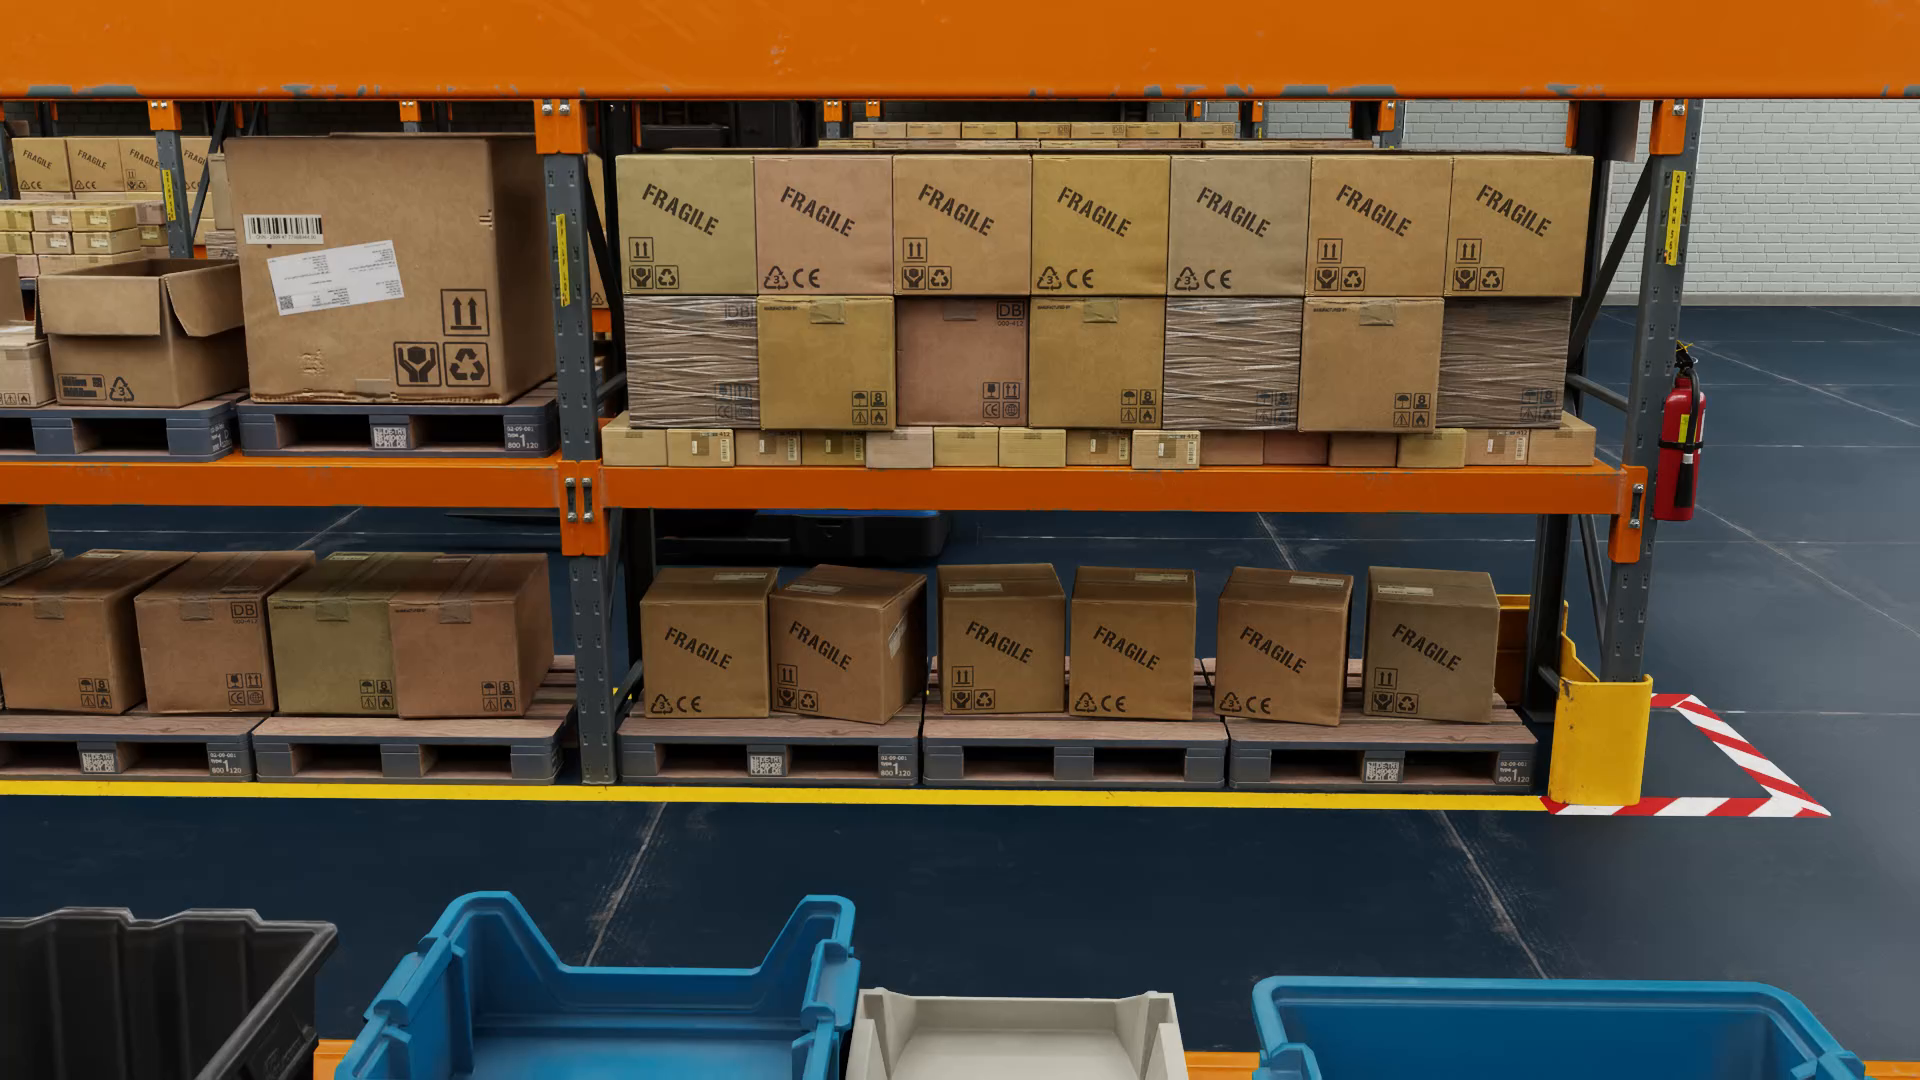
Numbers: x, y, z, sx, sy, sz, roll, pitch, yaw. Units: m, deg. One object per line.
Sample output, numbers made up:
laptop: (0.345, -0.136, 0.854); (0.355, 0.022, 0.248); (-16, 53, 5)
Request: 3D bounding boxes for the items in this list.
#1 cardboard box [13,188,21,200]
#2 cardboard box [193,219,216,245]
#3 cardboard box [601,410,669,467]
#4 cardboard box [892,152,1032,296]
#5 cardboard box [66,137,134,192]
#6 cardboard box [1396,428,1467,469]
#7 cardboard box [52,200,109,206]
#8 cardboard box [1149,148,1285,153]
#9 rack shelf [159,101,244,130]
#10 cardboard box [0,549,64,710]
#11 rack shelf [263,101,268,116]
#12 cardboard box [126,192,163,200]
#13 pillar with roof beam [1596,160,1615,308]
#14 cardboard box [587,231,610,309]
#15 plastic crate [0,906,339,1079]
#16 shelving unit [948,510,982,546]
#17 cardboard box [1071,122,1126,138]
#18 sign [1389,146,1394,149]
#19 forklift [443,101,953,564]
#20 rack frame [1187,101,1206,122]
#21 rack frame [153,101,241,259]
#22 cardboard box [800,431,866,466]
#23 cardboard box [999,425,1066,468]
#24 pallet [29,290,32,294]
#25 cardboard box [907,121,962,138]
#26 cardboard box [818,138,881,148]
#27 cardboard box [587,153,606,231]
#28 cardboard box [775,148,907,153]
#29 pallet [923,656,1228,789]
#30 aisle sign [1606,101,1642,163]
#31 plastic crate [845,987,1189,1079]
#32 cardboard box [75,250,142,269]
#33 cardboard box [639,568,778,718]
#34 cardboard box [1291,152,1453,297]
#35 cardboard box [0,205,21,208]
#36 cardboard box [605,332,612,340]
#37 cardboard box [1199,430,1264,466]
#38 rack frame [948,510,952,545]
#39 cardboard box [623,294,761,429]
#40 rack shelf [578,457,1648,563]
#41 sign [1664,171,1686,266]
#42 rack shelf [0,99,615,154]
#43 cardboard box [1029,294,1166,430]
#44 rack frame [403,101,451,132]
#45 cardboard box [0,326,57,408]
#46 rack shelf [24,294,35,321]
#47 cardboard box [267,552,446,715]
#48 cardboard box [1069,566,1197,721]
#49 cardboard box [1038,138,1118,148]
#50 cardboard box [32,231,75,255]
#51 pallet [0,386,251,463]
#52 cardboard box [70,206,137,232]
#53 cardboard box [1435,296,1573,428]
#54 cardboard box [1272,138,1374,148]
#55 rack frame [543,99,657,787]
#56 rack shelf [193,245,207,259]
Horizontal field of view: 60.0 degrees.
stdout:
cardboard box: (-9.637, -3.294, 16.749); (0.500, 0.500, 0.500); (1, 15, 3)
cardboard box: (-7.212, -3.017, 16.189); (0.500, 0.250, 0.500); (0, 15, 1)
cardboard box: (-1.223, -0.397, 6.456); (0.250, 0.149, 0.380); (0, 15, 1)
cardboard box: (0.013, -1.198, 6.261); (0.500, 0.500, 0.500); (0, 15, 1)
cardboard box: (-8.232, -3.635, 16.082); (0.500, 0.500, 0.500); (0, 15, 1)
cardboard box: (1.778, -0.388, 6.424); (0.250, 0.149, 0.380); (0, 15, 1)
cardboard box: (-6.172, -2.312, 11.727); (0.250, 0.149, 0.380); (0, 15, 1)
cardboard box: (1.027, -1.327, 6.750); (0.500, 0.500, 0.500); (0, 15, 1)
rack shelf: (-3.201, -2.976, 11.271); (4.000, 0.370, 1.077); (0, 15, 1)
cardboard box: (-4.203, 0.373, 7.083); (0.500, 0.500, 0.700); (-1, 15, -3)
rack shelf: (-7.052, -5.531, 20.955); (4.000, 0.370, 1.077); (0, 15, 1)
cardboard box: (-7.716, -3.264, 16.145); (0.500, 0.250, 0.500); (1, 15, 2)
pillar with roof beam: (8.160, -6.362, 16.812); (0.400, 9.000, 9.100); (0, 15, 1)
cardboard box: (-2.236, -1.847, 11.266); (0.500, 0.500, 0.500); (0, 15, 1)
plastic crate: (-1.036, 0.733, 1.805); (0.504, 0.338, 0.767); (0, 15, 1)
shelving unit: (0.032, -0.578, 10.179); (0.189, 1.200, 0.258); (1, 15, 4)
cardboard box: (1.288, -3.703, 15.757); (0.500, 0.500, 0.700); (0, 15, 1)
sign: (2.769, -2.371, 10.711); (0.005, 0.325, 0.100); (0, 15, 1)
forklift: (-1.590, -1.410, 9.938); (3.031, 2.935, 1.130); (1, 15, 4)
rack frame: (2.945, -4.363, 20.999); (0.127, 3.000, 1.000); (0, 15, 1)
rack frame: (-5.201, -1.887, 11.611); (0.127, 3.000, 1.000); (0, 15, 1)
cardboard box: (-0.472, -0.398, 6.461); (0.250, 0.149, 0.380); (0, 15, 1)
cardboard box: (0.277, -0.390, 6.432); (0.250, 0.149, 0.380); (0, 15, 1)
pallet: (-7.181, -1.796, 11.645); (1.213, 0.211, 1.003); (0, 15, 1)
cardboard box: (-0.232, -3.732, 15.867); (0.500, 0.500, 0.700); (0, 15, 2)
cardboard box: (-0.834, -2.444, 11.313); (0.550, 0.550, 0.875); (0, 15, 1)
cardboard box: (-2.213, -2.397, 11.389); (0.500, 0.500, 0.700); (0, 15, 0)
cardboard box: (-0.473, -1.336, 6.786); (0.500, 0.500, 0.500); (0, 15, 1)
pallet: (0.465, 0.755, 7.066); (1.213, 0.211, 1.003); (0, 15, 1)
aisle sign: (2.639, -1.903, 6.578); (0.004, 0.787, 0.394); (0, 15, 1)
plastic crate: (0.073, 0.740, 2.171); (0.437, 0.136, 0.530); (0, 15, 1)
cardboard box: (-5.706, -1.854, 11.157); (0.250, 0.149, 0.380); (1, 15, 2)
cardboard box: (-1.031, 0.422, 6.937); (0.500, 0.500, 0.500); (0, 15, 0)
cardboard box: (1.513, -1.188, 6.225); (0.500, 0.500, 0.500); (0, 15, 1)
cardboard box: (-6.482, -2.147, 11.100); (0.250, 0.149, 0.380); (1, 15, 3)
cardboard box: (-3.115, -2.067, 16.621); (0.625, 0.372, 0.950); (1, 15, 3)
cardboard box: (1.029, -0.402, 6.476); (0.250, 0.149, 0.380); (0, 15, 1)
rack frame: (-0.060, -0.580, 10.186); (0.006, 1.200, 0.240); (1, 15, 4)
cardboard box: (-0.982, -0.770, 6.599); (0.500, 0.500, 0.875); (0, 15, 1)
rack shelf: (0.570, -0.235, 6.763); (4.000, 0.370, 1.077); (0, 15, 1)
sign: (2.535, -1.142, 5.898); (0.005, 0.325, 0.100); (0, 15, 1)
rack shelf: (-3.429, -1.712, 6.479); (4.000, 0.370, 1.077); (0, 15, 1)
cardboard box: (0.519, -0.766, 6.585); (0.500, 0.500, 0.875); (0, 15, 1)
rack frame: (-5.175, -3.150, 16.398); (0.127, 3.000, 1.000); (0, 15, 1)
cardboard box: (-3.759, -0.683, 6.521); (0.500, 0.250, 0.500); (0, 15, 0)
rack shelf: (-7.200, -1.552, 11.752); (4.000, 0.370, 1.077); (0, 15, 1)
cardboard box: (-2.519, 0.382, 7.049); (0.500, 0.500, 0.700); (0, 15, 1)
cardboard box: (0.721, 0.423, 6.934); (0.500, 0.500, 0.500); (2, 15, 7)
cardboard box: (0.785, -2.430, 11.260); (0.500, 0.550, 0.875); (0, 15, 1)
cardboard box: (-5.973, -2.000, 11.128); (0.250, 0.149, 0.380); (1, 15, 4)
pallet: (-3.449, -0.527, 6.834); (1.213, 0.211, 1.003); (0, 15, 1)
cardboard box: (-5.703, -2.142, 11.082); (0.250, 0.149, 0.380); (0, 15, -1)
cardboard box: (2.020, -0.773, 6.611); (0.500, 0.500, 0.875); (0, 15, 1)
cardboard box: (2.427, -2.441, 11.303); (0.550, 0.550, 0.875); (0, 15, 1)
rack frame: (-1.430, -0.596, 6.720); (0.127, 3.000, 1.000); (0, 15, 1)
rack shelf: (-7.175, -2.815, 16.539); (4.000, 0.370, 1.077); (0, 15, 1)
